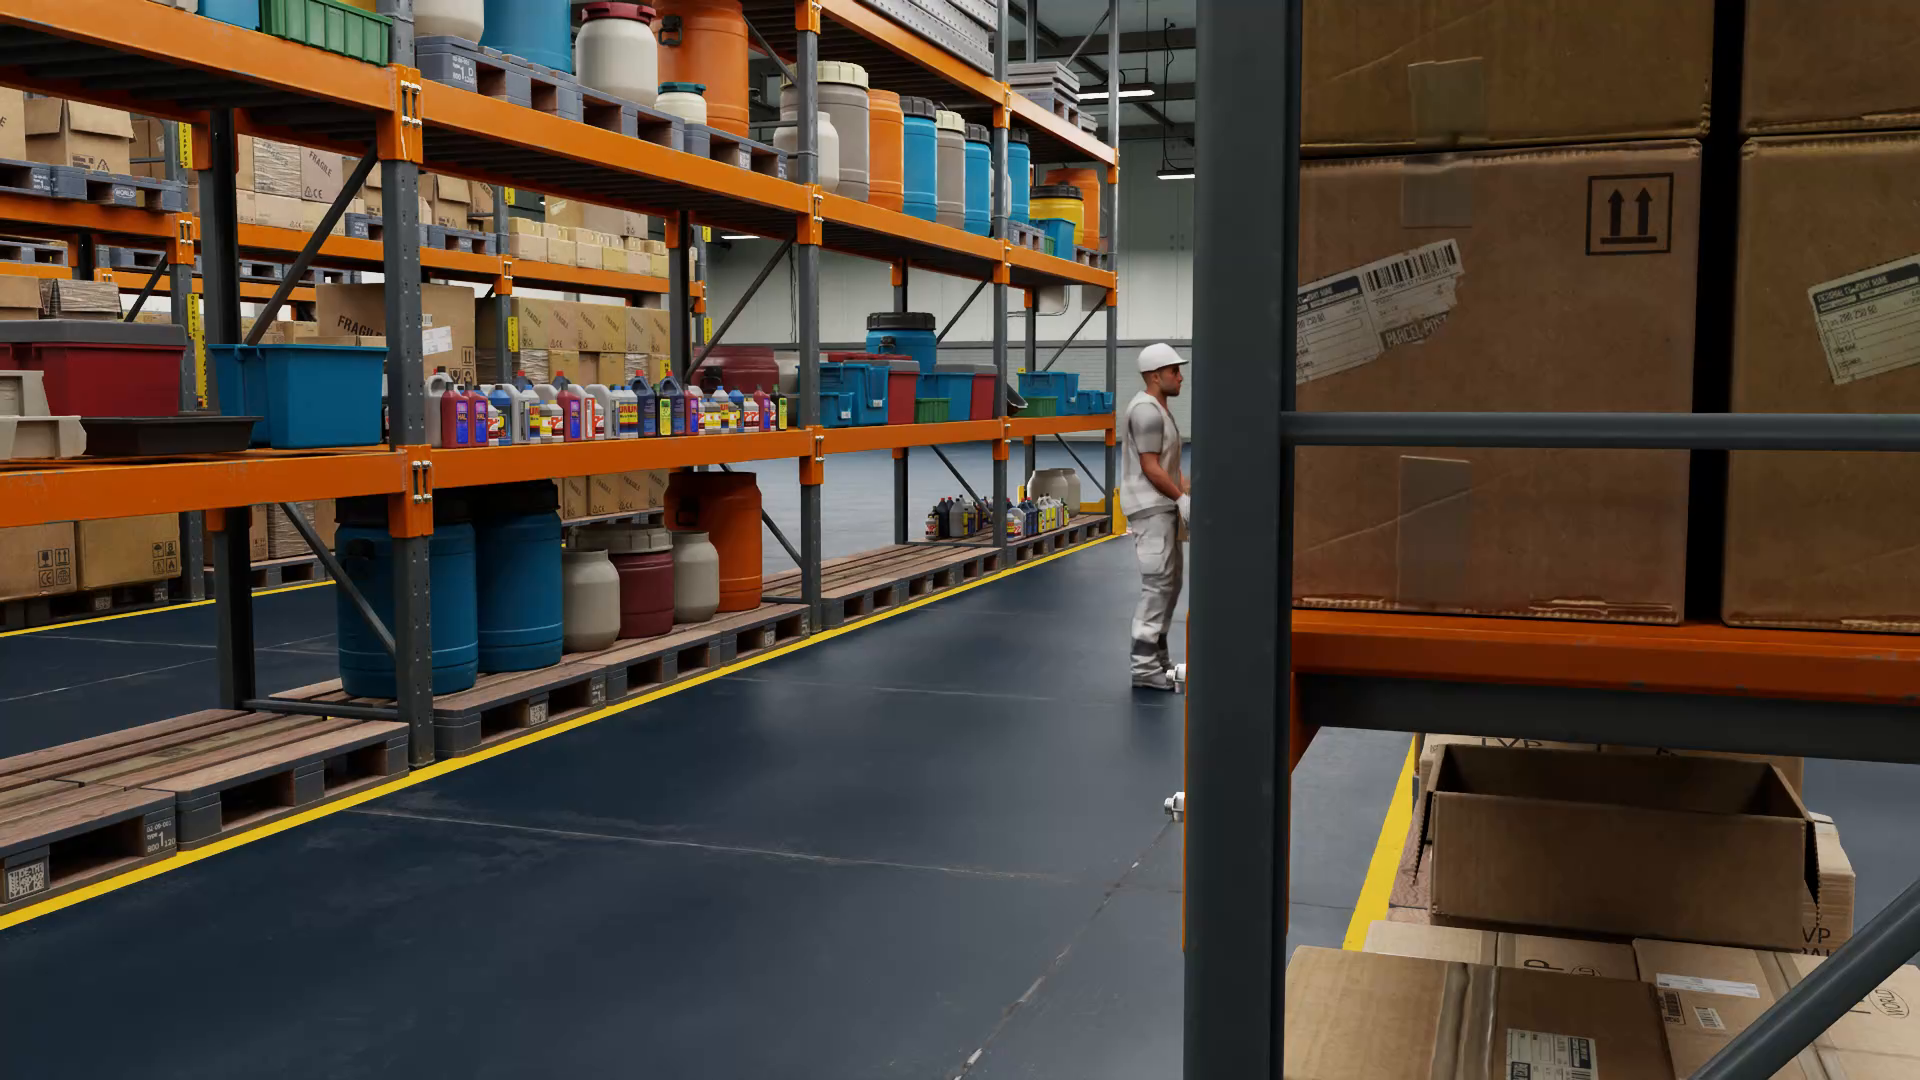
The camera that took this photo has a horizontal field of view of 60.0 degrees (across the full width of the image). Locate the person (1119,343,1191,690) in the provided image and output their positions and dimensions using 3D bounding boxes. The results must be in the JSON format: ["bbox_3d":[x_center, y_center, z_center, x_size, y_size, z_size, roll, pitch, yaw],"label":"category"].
[{"bbox_3d":[1.091,-0.131,8.736,0.486,1.793,0.531,2,5,18],"label":"person"}]
